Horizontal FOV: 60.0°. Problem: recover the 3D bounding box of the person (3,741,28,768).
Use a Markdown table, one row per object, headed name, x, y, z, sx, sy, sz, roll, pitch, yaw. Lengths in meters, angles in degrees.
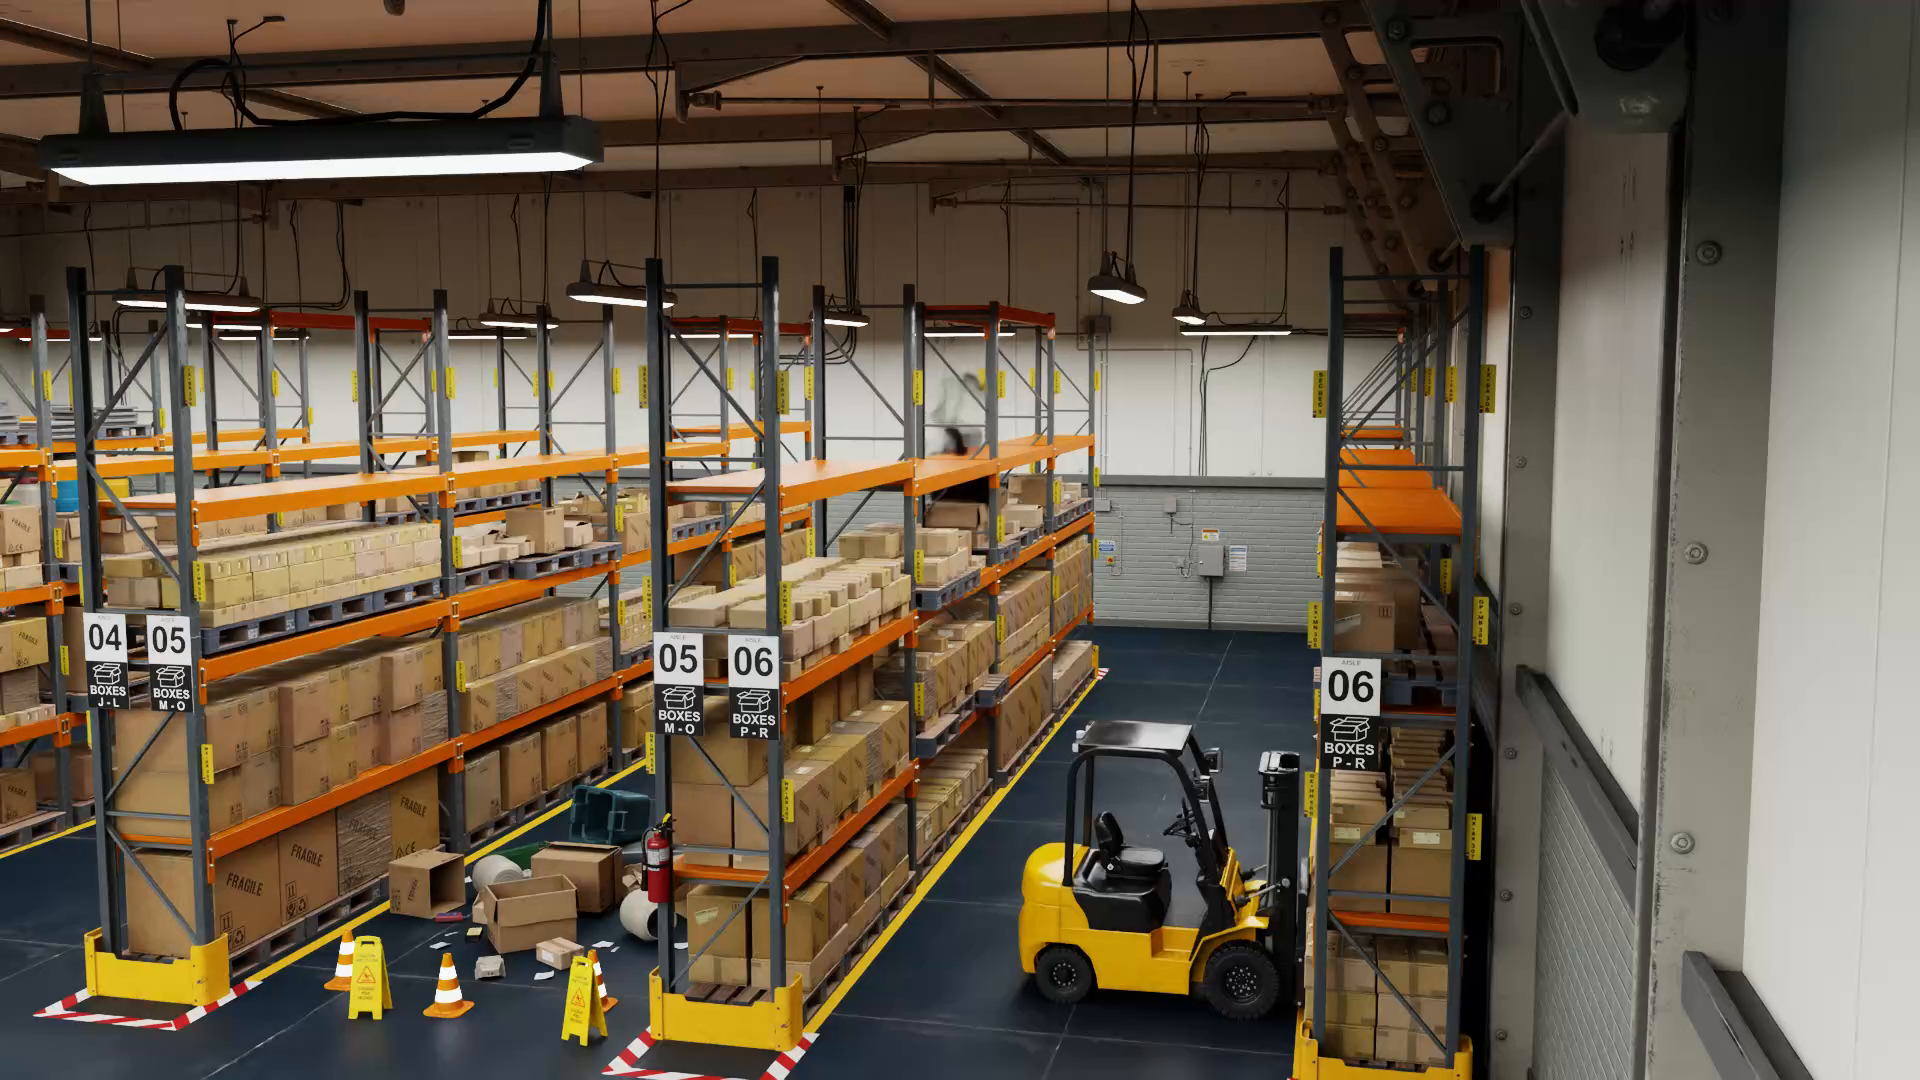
| name | x | y | z | sx | sy | sz | roll | pitch | yaw |
| --- | --- | --- | --- | --- | --- | --- | --- | --- | --- |
| person | -12.077 | 2.201 | 21.225 | 0.579 | 1.669 | 0.521 | 1 | 6 | 9 |
